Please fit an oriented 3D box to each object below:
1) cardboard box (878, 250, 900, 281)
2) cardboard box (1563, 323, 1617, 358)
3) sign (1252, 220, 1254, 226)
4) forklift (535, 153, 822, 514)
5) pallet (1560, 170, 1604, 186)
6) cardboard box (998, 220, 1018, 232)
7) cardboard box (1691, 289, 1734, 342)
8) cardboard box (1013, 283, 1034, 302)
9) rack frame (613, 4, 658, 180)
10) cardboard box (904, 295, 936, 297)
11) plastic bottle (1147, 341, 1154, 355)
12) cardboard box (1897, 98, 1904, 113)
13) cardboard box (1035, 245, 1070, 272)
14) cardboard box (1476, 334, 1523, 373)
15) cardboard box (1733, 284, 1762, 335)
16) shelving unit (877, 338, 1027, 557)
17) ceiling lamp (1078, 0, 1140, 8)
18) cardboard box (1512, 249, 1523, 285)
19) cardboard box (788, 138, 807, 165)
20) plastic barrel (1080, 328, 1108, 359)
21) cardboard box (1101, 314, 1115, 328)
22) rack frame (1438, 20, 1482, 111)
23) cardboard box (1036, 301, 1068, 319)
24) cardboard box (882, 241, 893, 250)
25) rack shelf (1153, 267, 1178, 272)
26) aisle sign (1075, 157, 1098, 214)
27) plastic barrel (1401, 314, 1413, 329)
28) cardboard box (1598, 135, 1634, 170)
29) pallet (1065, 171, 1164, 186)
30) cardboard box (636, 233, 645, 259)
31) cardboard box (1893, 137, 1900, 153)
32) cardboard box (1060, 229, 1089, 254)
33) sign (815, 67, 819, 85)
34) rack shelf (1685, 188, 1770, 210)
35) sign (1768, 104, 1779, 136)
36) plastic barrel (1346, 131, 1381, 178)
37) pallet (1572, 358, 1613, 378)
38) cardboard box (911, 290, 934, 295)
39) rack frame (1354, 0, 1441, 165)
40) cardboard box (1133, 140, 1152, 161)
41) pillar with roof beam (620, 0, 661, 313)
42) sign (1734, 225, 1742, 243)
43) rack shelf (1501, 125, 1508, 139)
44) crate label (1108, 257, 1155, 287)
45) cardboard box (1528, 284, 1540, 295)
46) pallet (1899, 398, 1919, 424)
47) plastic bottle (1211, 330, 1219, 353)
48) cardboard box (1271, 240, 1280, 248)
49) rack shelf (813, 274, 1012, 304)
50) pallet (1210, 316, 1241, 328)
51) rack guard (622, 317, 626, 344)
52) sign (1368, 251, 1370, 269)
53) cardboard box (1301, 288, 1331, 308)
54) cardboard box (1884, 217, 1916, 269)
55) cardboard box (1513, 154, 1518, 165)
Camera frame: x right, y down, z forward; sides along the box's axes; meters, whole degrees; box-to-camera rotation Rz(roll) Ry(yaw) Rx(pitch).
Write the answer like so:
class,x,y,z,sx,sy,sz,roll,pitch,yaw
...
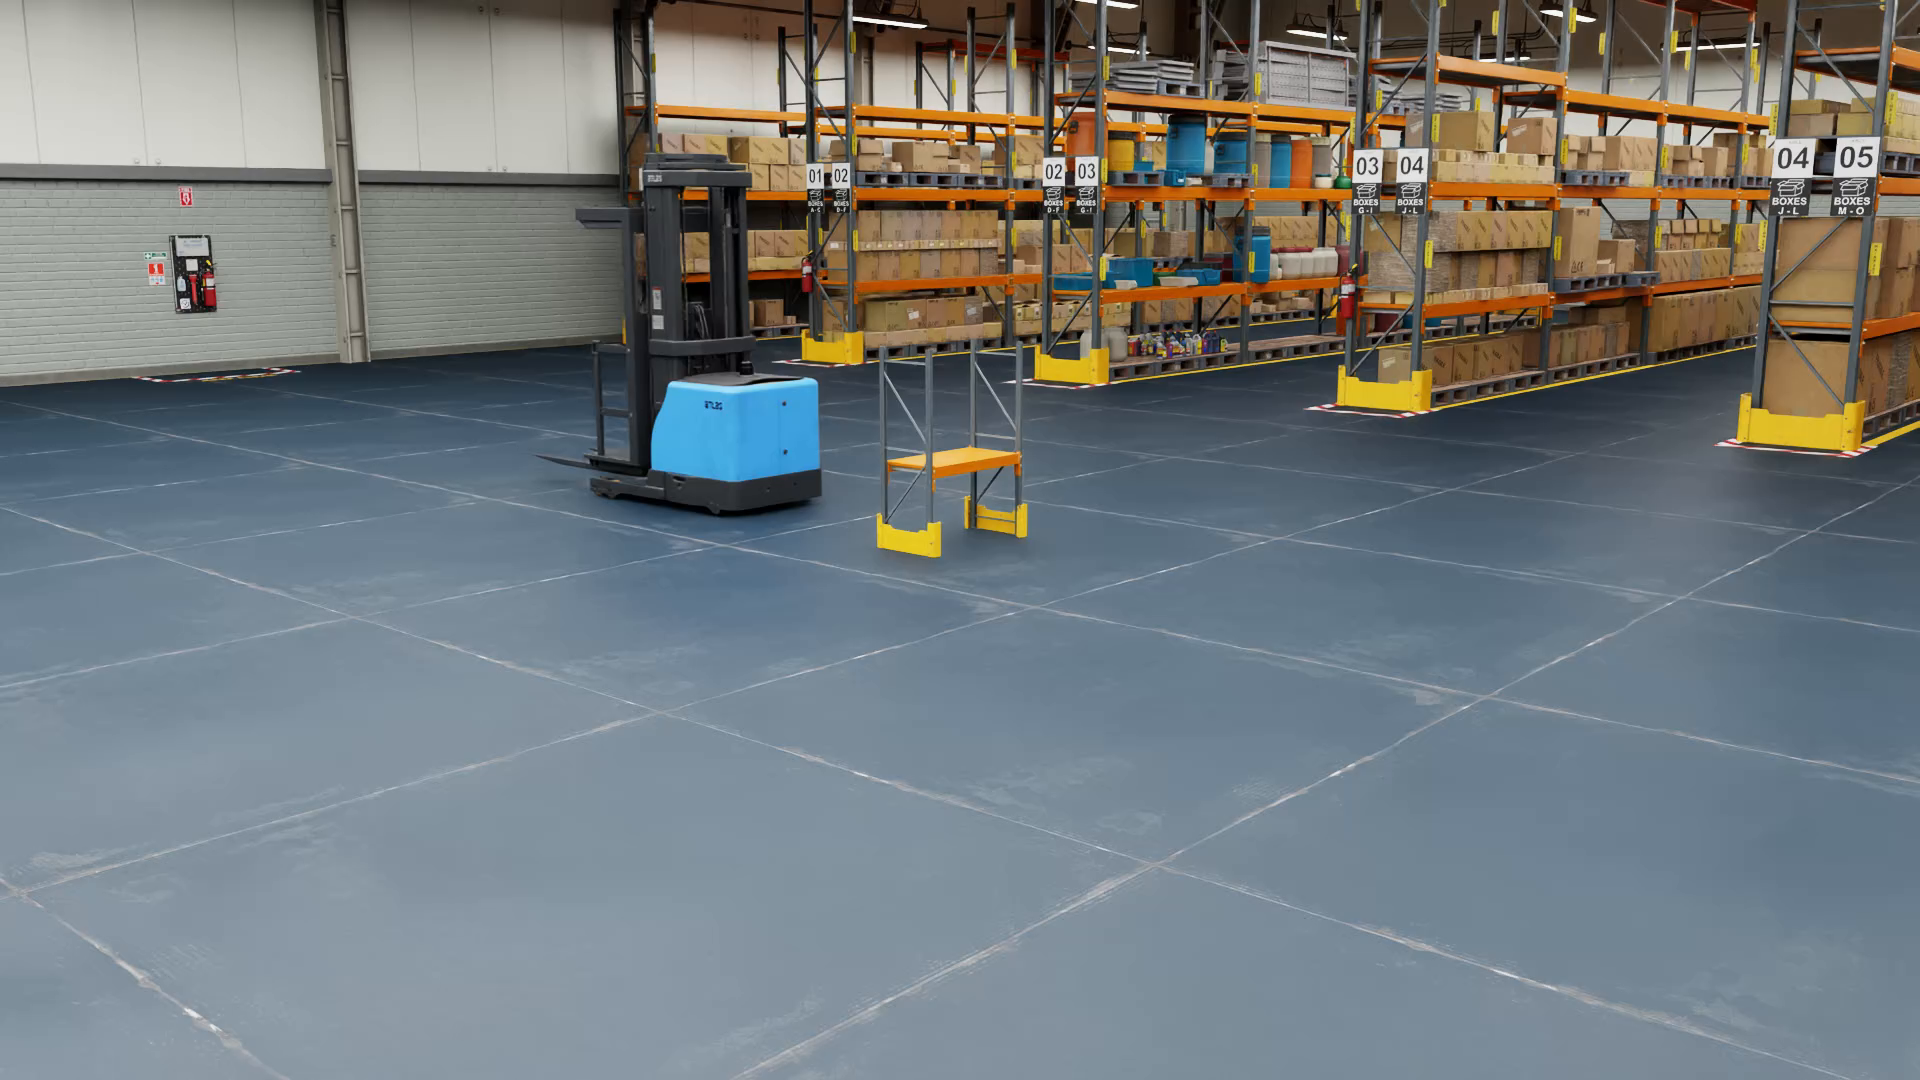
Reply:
class,x,y,z,sx,sy,sz,roll,pitch,yaw
cardboard box,-1.437,-4.630,27.978,0.700,0.500,0.500,10,15,42
cardboard box,9.838,-3.137,26.019,0.700,0.500,0.500,8,14,36
sign,6.243,-6.698,35.632,0.100,0.325,0.005,10,15,40
forklift,-2.624,-1.867,14.578,3.031,2.935,1.130,10,15,40
pallet,8.469,-5.199,23.904,1.213,0.211,1.003,10,15,40
cardboard box,0.967,-7.088,37.560,0.500,0.250,0.500,9,15,39
cardboard box,12.855,-3.987,29.369,1.225,0.875,0.875,10,15,41
cardboard box,1.184,-5.750,38.256,0.750,0.750,0.750,10,15,42
rack frame,-5.821,-8.018,29.879,1.000,3.000,0.127,10,15,40
cardboard box,-0.658,-4.075,29.488,0.500,0.500,0.500,10,15,40
plastic bottle,3.008,-3.035,26.270,0.097,0.201,0.097,0,11,0
cardboard box,9.626,-4.537,17.388,0.380,0.149,0.250,10,15,41
cardboard box,1.740,-5.336,31.511,0.500,0.500,0.500,10,15,40
cardboard box,7.688,-2.670,23.729,0.500,0.500,0.500,9,15,39
cardboard box,14.352,-4.303,30.951,0.875,0.875,0.875,10,15,40
shelving unit,-0.050,-0.724,12.508,0.587,1.500,1.083,10,15,40
ceiling lamp,2.481,-10.459,27.199,0.800,3.185,2.000,10,15,40
cardboard box,7.282,-3.811,23.118,0.875,0.500,0.500,10,15,40
cardboard box,-3.308,-7.576,32.465,0.500,0.500,0.500,8,14,36
plastic barrel,1.998,-2.888,24.790,0.421,0.512,0.421,0,11,0
cardboard box,2.682,-4.285,32.456,0.500,0.250,0.500,10,15,40
rack frame,9.542,-8.502,32.305,1.000,3.000,0.127,10,15,40
cardboard box,1.678,-4.335,31.273,0.500,0.311,0.500,9,14,38
cardboard box,-1.339,-4.909,27.718,0.380,0.149,0.250,10,15,41
rack shelf,4.504,-5.554,34.699,1.077,0.370,4.000,10,15,40
aisle sign,1.793,-5.021,23.556,0.394,0.787,0.004,10,15,40
plastic barrel,8.703,-4.555,32.146,0.600,0.901,0.708,10,15,40
cardboard box,9.826,-5.847,25.135,0.500,0.500,0.500,10,15,41
pallet,2.240,-5.282,24.324,1.003,0.211,1.213,10,15,40
cardboard box,-5.670,-5.477,30.891,0.500,0.500,0.500,10,15,40
cardboard box,9.635,-4.148,17.475,0.380,0.149,0.250,10,15,41
cardboard box,2.471,-7.066,39.666,0.980,0.700,0.700,10,15,41
sign,-2.785,-9.030,32.361,0.100,0.325,0.005,10,15,40
rack shelf,14.583,-6.333,30.937,1.077,0.370,4.000,10,15,40
sign,8.602,-4.437,17.551,0.100,0.325,0.005,10,15,40
plastic barrel,7.279,-6.943,29.986,0.600,0.830,0.708,10,15,40
pallet,9.300,-2.671,25.544,1.003,0.211,1.213,10,15,40
cardboard box,-0.976,-5.130,35.997,0.700,0.500,0.500,10,15,41
rack frame,5.341,-6.097,20.260,1.000,3.000,0.127,10,15,40
cardboard box,3.476,-7.687,33.071,0.500,0.500,0.500,10,15,40
pillar with roof beam,-2.775,-7.676,28.168,9.100,9.000,0.548,10,15,40
sign,13.677,-5.380,29.237,0.100,0.325,0.005,10,15,40
rack shelf,10.862,-8.248,33.888,1.077,0.370,4.000,10,15,40
crate label,2.633,-4.118,25.581,0.502,0.435,0.616,10,15,40
cardboard box,7.888,-3.515,23.292,0.380,0.149,0.250,10,15,40
pallet,11.080,-1.618,20.272,1.003,0.211,1.213,10,15,40
plastic bottle,4.053,-3.168,26.555,0.144,0.351,0.185,9,15,39
cardboard box,6.700,-6.366,36.671,0.500,0.500,0.500,10,15,41
rack shelf,-0.777,-4.377,28.806,1.077,0.370,4.000,10,15,40
pallet,5.315,-4.709,35.752,1.003,0.211,1.213,10,15,40
rack guard,-5.771,-3.861,30.767,1.175,0.500,0.348,10,15,40
sign,7.320,-4.982,29.580,0.100,0.325,0.005,10,15,40
cardboard box,8.290,-5.668,38.690,0.500,0.500,0.500,10,15,40
cardboard box,10.040,-3.309,18.479,0.875,0.550,0.550,10,15,40
cardboard box,7.250,-5.103,22.308,0.380,0.149,0.250,11,15,42
